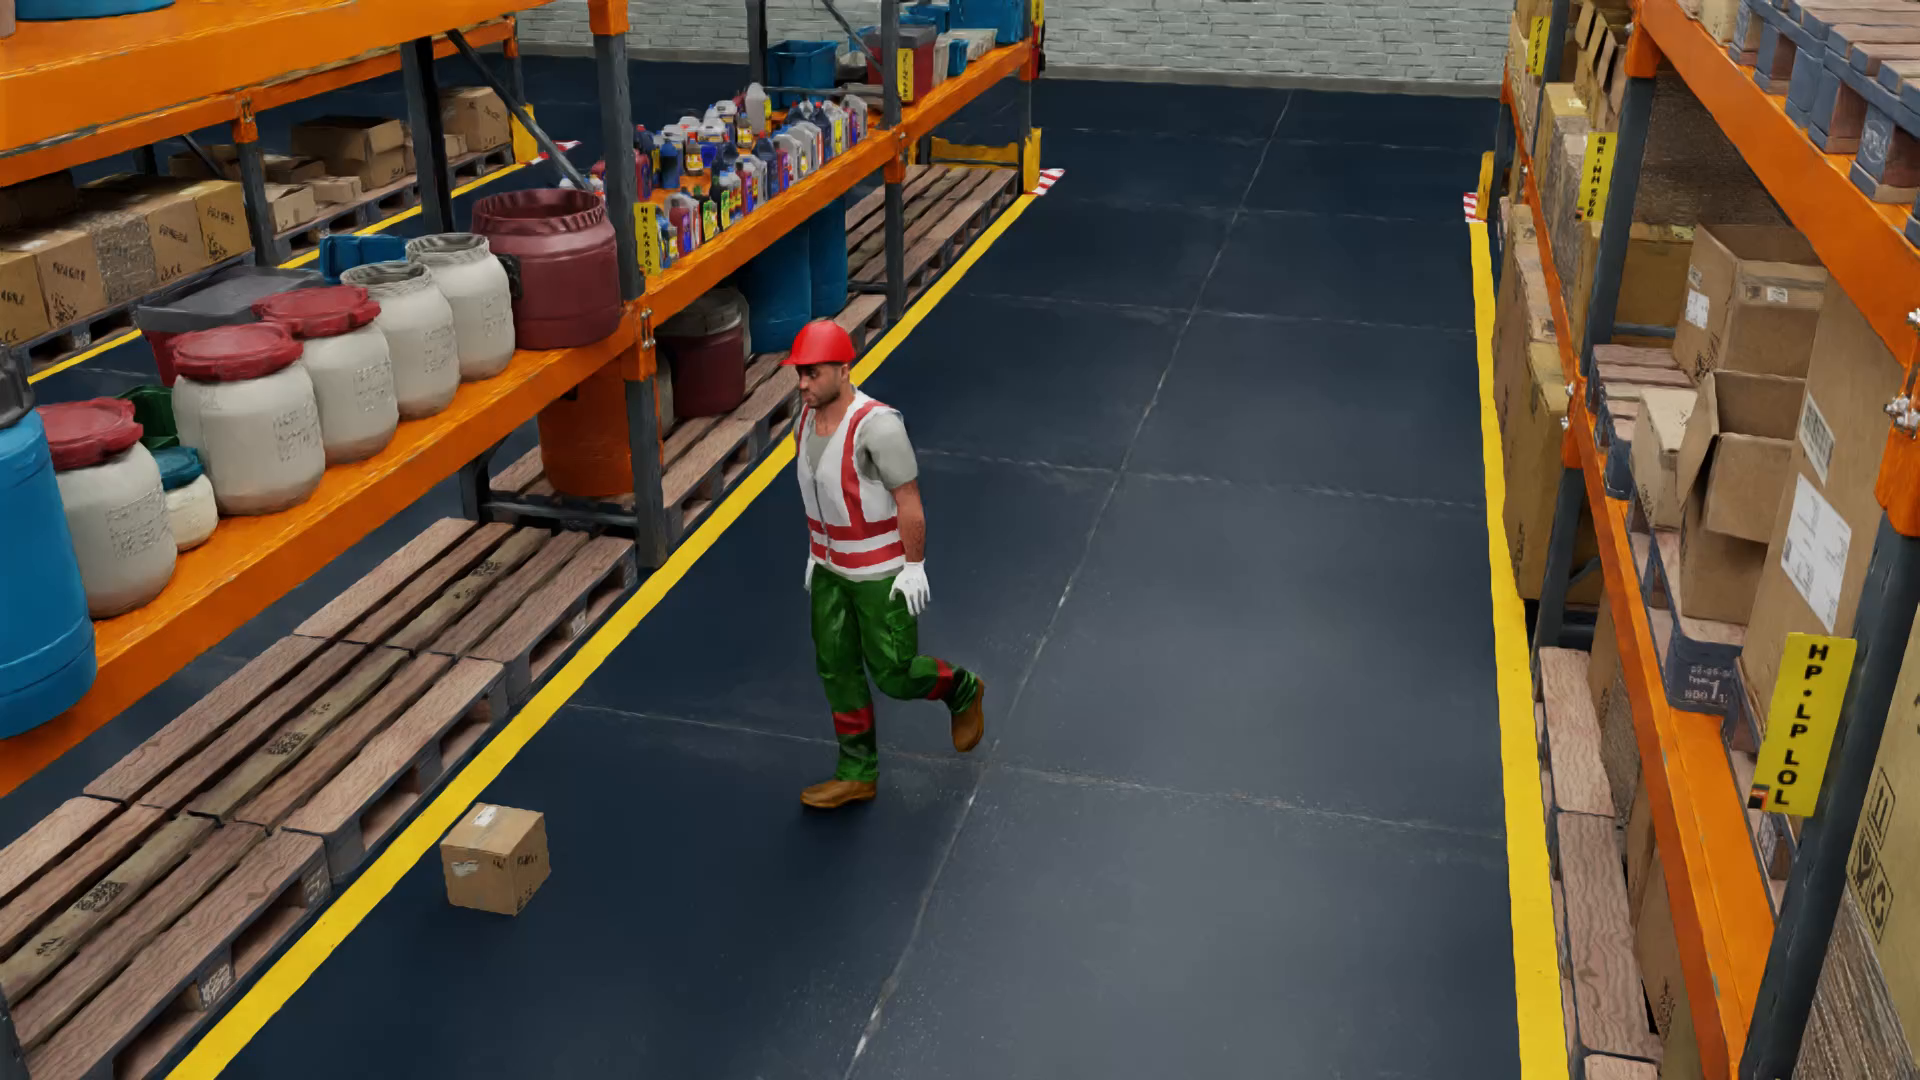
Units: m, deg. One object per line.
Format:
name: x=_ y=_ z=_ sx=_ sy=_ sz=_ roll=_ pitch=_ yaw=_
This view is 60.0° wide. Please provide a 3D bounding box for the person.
person: x=-0.312 y=0.067 z=5.947 sx=0.793 sy=1.764 sz=0.602 roll=-21 pitch=32 yaw=-37
